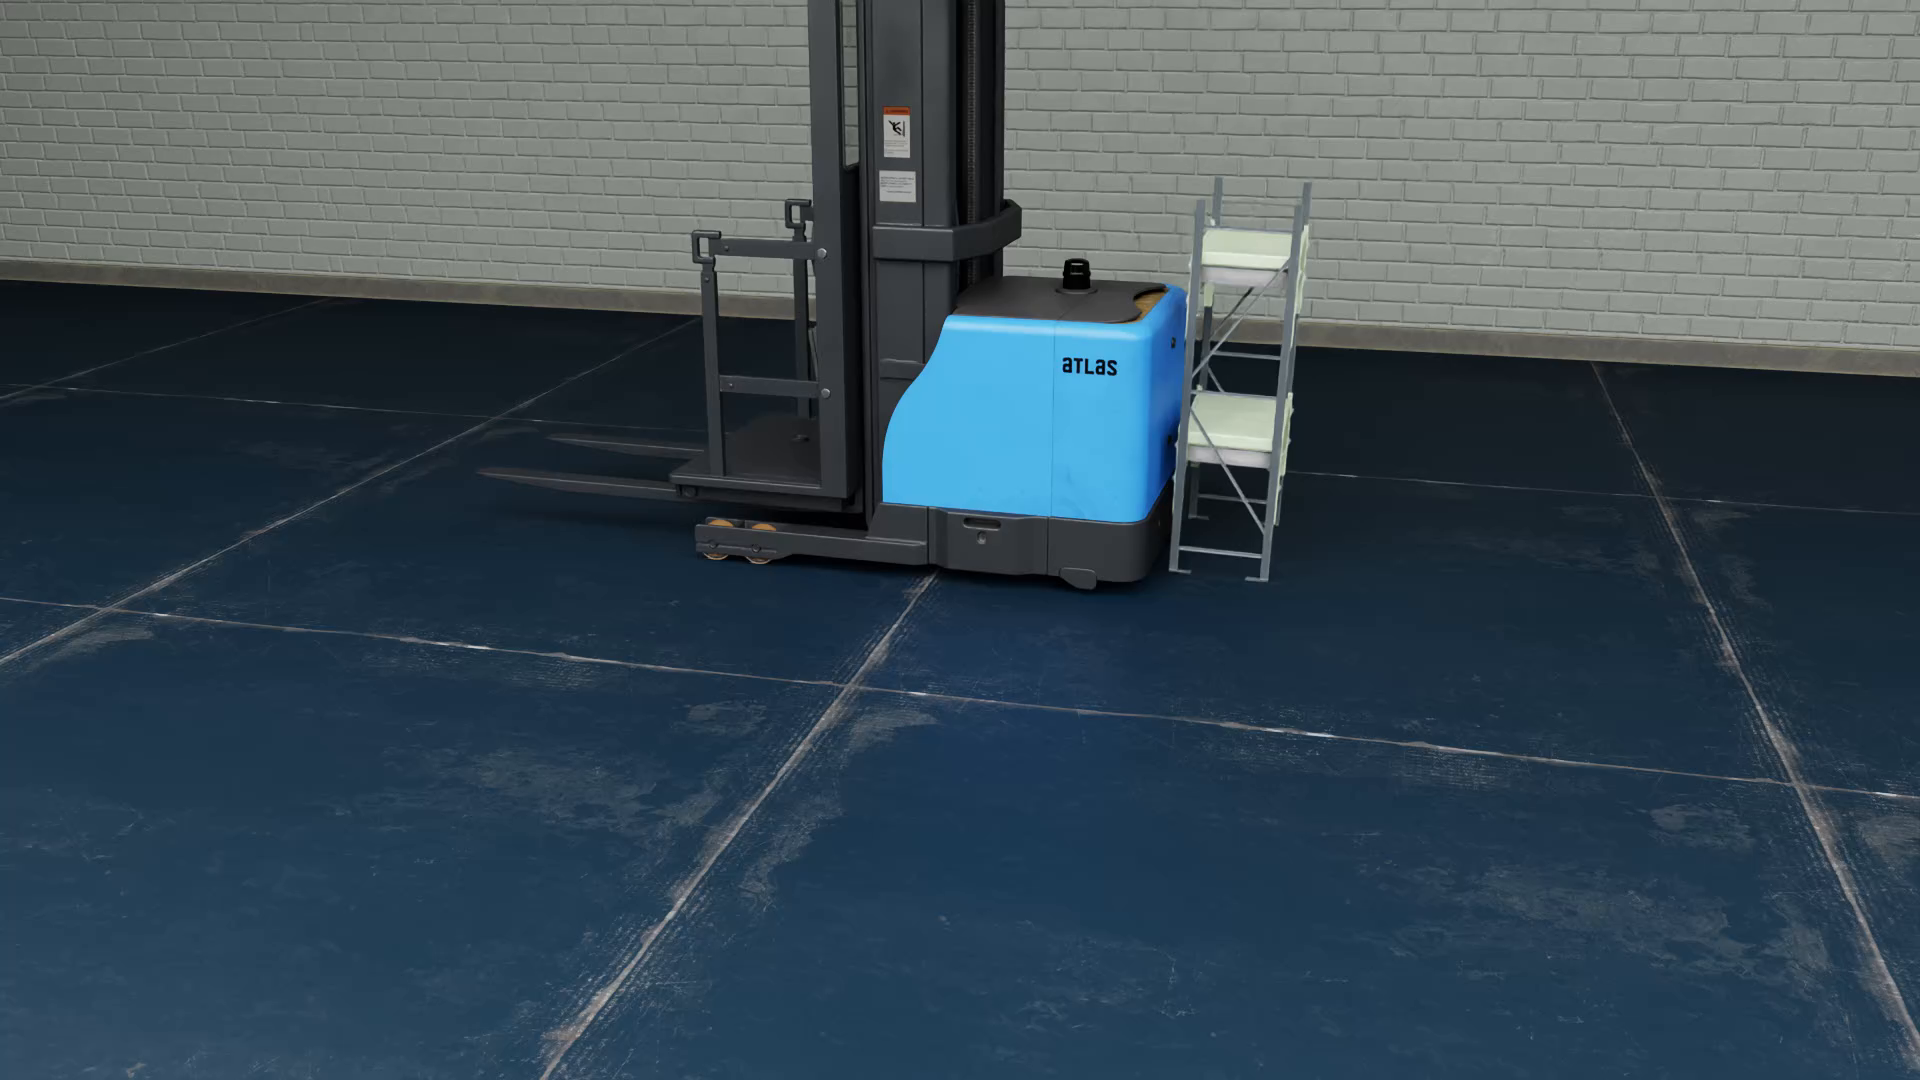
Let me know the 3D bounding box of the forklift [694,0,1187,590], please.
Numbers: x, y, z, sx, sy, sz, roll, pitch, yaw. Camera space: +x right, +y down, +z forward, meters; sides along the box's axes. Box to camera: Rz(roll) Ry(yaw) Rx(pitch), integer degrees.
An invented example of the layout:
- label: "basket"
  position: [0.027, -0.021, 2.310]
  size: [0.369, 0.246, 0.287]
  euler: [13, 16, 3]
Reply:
- label: "forklift"
  position: [-0.604, -1.443, 6.878]
  size: [3.031, 2.935, 1.130]
  euler: [5, 20, 15]

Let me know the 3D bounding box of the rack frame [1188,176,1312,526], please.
- label: "rack frame"
  position: [1.240, -0.792, 7.164]
  size: [0.400, 1.500, 0.023]
  euler: [6, 20, 12]

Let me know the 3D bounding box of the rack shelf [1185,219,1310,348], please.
- label: "rack shelf"
  position: [1.165, -1.045, 6.699]
  size: [0.431, 0.370, 0.720]
  euler: [6, 20, 12]

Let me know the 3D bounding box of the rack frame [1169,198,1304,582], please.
- label: "rack frame"
  position: [1.068, -0.562, 6.491]
  size: [0.400, 1.500, 0.023]
  euler: [6, 20, 12]

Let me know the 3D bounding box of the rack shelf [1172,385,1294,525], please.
- label: "rack shelf"
  position: [1.145, -0.369, 6.935]
  size: [0.431, 0.370, 0.720]
  euler: [6, 20, 12]

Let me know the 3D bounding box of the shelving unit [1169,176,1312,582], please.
- label: "shelving unit"
  position: [1.154, -0.677, 6.828]
  size: [0.431, 1.500, 0.755]
  euler: [6, 20, 12]
